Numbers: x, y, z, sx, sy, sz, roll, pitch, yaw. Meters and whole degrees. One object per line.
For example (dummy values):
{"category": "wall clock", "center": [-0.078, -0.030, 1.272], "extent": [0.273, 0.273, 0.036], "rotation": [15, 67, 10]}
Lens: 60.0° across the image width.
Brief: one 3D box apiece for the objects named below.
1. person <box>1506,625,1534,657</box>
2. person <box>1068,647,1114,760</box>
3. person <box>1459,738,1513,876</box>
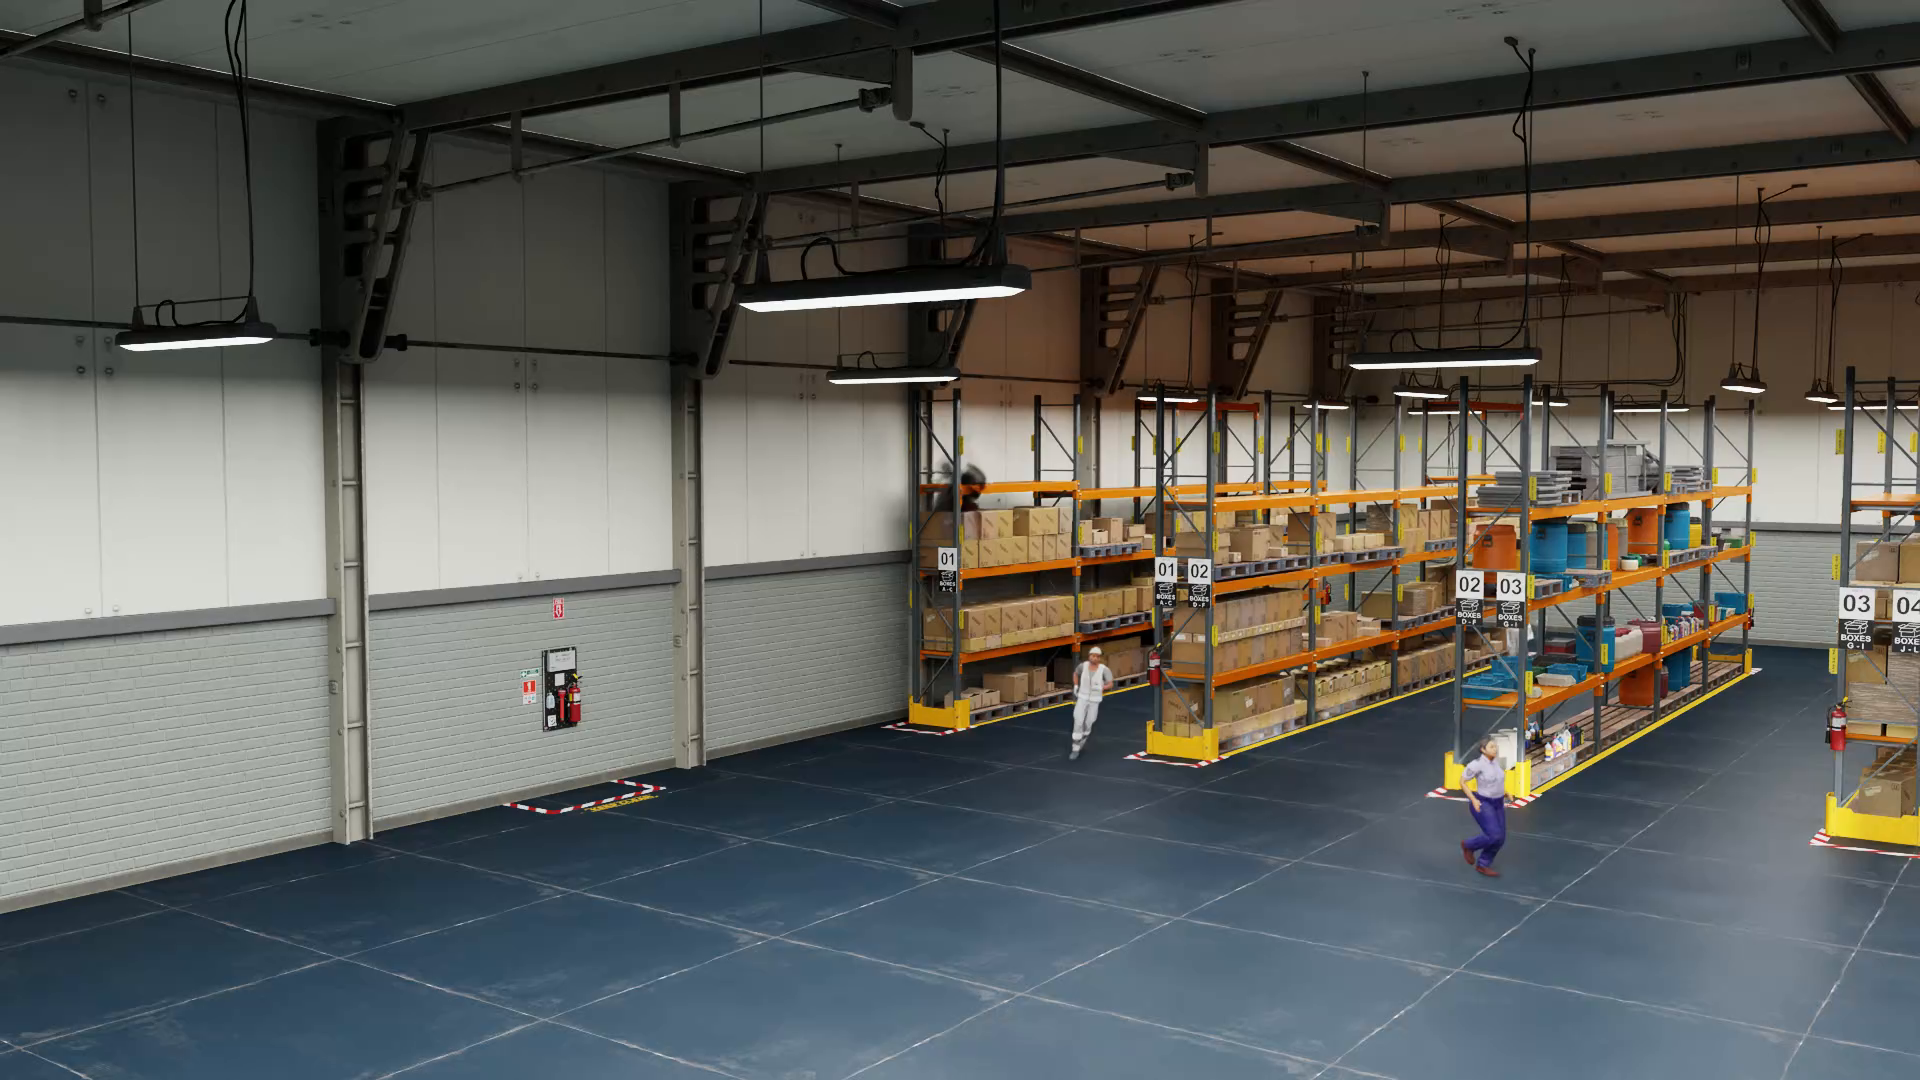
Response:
{"category": "person", "center": [11.348, 2.243, 33.769], "extent": [0.600, 1.747, 0.728], "rotation": [2, 4, 31]}
{"category": "person", "center": [2.117, 2.599, 26.803], "extent": [0.712, 1.788, 0.901], "rotation": [0, 3, 6]}
{"category": "person", "center": [6.149, 3.110, 19.342], "extent": [0.607, 1.592, 0.547], "rotation": [-2, 4, -34]}
